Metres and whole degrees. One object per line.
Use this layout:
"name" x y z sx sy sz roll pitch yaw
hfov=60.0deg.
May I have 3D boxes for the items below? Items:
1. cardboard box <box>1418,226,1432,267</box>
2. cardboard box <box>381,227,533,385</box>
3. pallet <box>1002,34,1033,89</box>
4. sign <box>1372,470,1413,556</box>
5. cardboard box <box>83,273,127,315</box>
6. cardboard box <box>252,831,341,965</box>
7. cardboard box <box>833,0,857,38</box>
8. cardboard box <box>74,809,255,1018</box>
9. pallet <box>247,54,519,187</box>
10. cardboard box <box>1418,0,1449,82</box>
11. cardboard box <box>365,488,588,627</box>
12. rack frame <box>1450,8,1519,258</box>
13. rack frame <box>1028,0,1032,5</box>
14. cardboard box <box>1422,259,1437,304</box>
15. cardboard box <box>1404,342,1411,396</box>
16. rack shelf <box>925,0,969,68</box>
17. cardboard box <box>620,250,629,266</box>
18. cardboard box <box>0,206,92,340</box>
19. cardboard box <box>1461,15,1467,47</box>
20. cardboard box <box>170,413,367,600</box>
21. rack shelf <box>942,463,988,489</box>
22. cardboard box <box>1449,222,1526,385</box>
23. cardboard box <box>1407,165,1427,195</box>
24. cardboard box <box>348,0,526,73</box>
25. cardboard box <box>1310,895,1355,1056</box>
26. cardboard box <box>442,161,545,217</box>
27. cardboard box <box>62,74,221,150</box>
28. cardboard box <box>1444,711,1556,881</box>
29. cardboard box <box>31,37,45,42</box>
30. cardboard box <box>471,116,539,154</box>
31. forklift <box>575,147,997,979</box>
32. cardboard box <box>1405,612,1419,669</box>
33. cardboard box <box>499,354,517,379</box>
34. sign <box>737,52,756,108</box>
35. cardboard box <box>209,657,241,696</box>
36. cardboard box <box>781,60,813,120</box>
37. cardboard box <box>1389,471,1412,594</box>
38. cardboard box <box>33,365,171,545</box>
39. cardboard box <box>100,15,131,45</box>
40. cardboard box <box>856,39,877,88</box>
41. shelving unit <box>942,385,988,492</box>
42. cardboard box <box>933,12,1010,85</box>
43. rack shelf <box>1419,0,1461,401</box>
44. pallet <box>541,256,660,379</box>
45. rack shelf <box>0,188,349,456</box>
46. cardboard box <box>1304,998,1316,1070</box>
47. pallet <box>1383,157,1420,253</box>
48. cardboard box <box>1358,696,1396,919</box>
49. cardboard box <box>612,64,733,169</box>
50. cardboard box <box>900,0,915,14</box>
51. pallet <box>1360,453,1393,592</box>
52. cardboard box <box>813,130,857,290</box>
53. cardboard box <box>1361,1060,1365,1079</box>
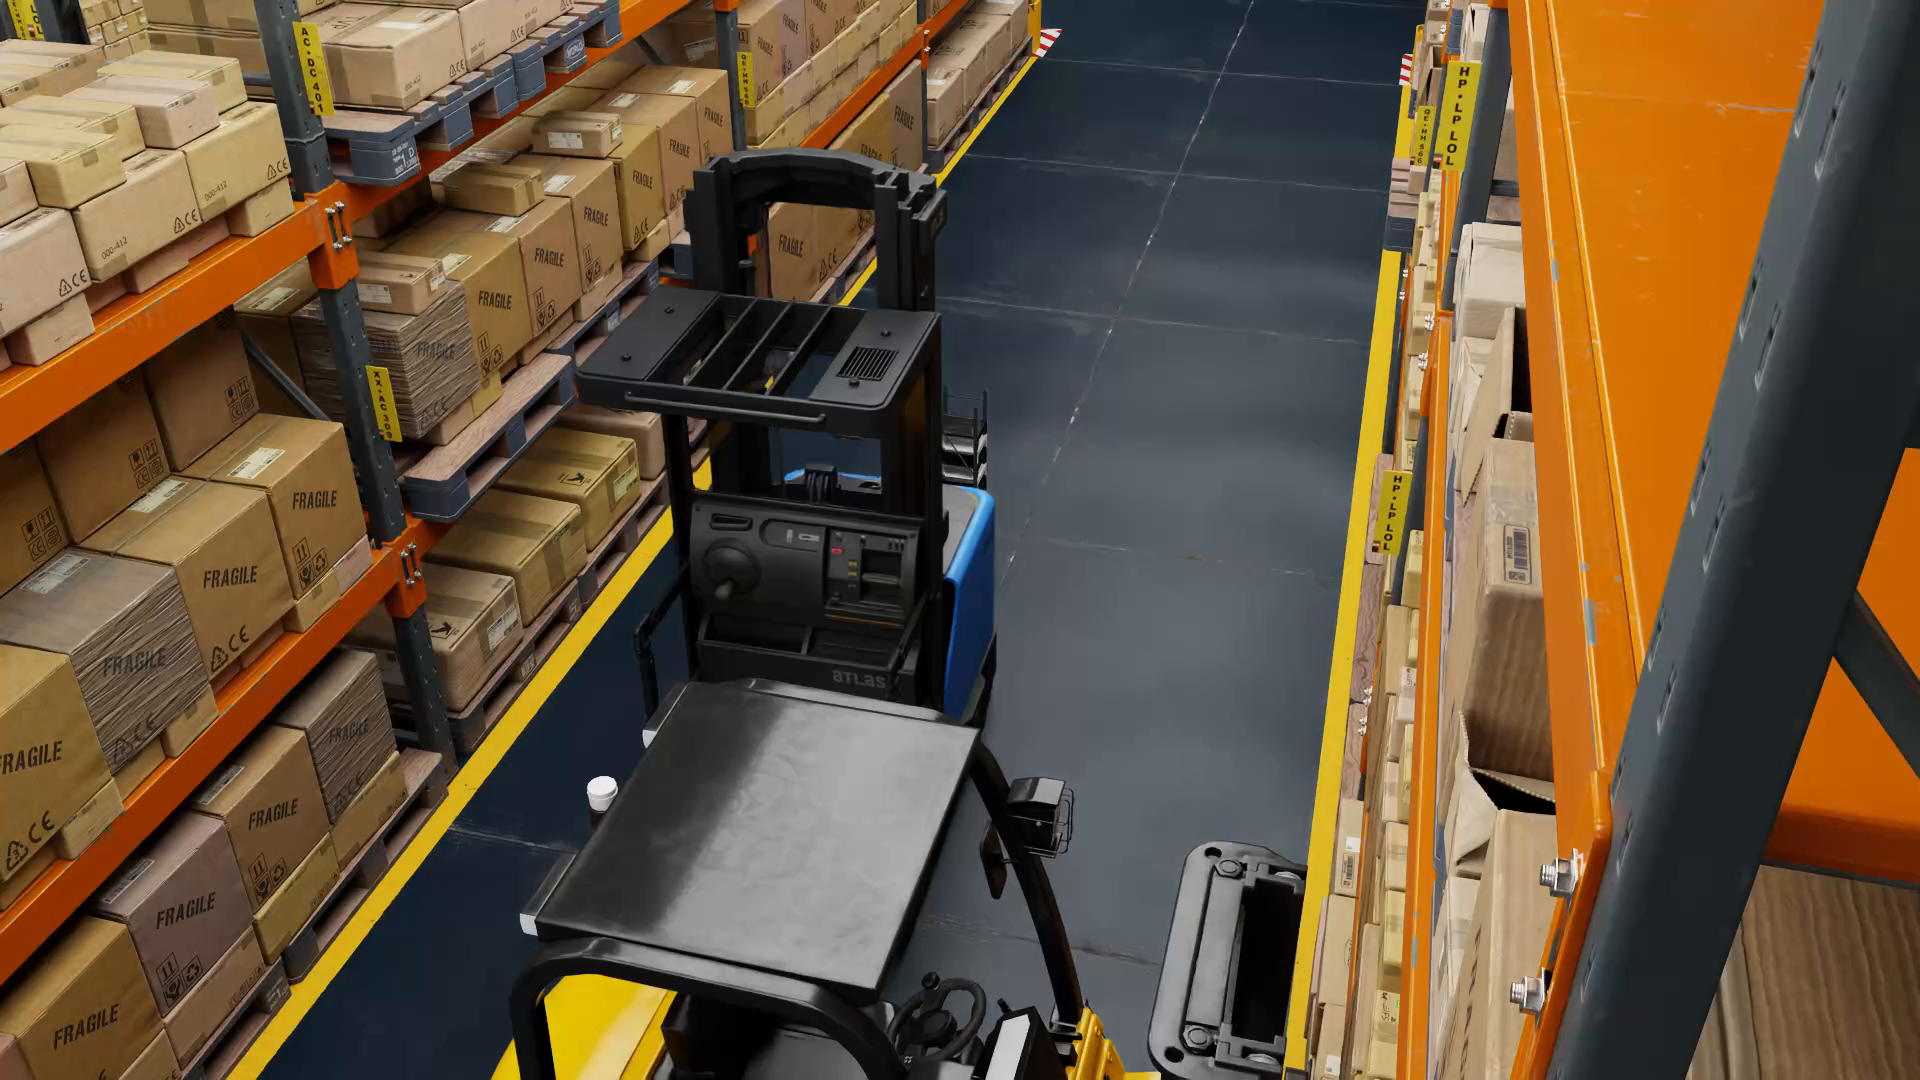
"cardboard box" 2.538 -1.333 8.294 0.500 0.250 0.500 9 34 14
"cardboard box" -2.279 -1.049 7.413 0.500 0.500 0.500 8 33 13
"pallet" 0.116 -4.865 16.776 1.003 0.211 1.213 8 33 12
"sign" 1.473 -0.090 5.660 0.100 0.325 0.005 8 33 12
"cardboard box" -2.888 -0.814 5.243 0.380 0.149 0.250 7 33 11
"cardboard box" -2.817 1.364 6.550 0.500 0.250 0.500 7 33 11
"cardboard box" -1.031 -3.789 11.459 0.500 0.500 0.500 9 33 13
"cardboard box" -2.948 1.299 5.953 0.500 0.500 0.500 10 34 15
"pallet" -2.542 -1.733 6.628 1.213 0.211 1.003 8 33 12
"cardboard box" 3.560 -3.448 11.463 0.700 0.500 0.500 8 33 13
"cardboard box" -2.492 0.046 8.510 0.950 0.372 0.625 10 34 15
"rack frame" 2.000 -2.098 4.232 1.000 3.000 0.127 8 33 12
"rack frame" 0.244 -6.467 16.697 1.000 3.000 0.127 8 33 12
"cardboard box" 2.332 -1.161 7.653 0.380 0.149 0.250 9 33 13
"cardboard box" 2.410 -0.853 8.006 0.500 0.250 0.500 7 33 11
"rack shelf" -0.264 -5.126 15.257 1.077 0.370 4.000 8 33 12
"cardboard box" -1.974 -1.512 8.744 0.380 0.149 0.250 8 33 13
"cardboard box" -2.924 -0.777 4.813 0.500 0.250 0.500 7 33 12
"cardboard box" 2.181 -1.958 6.557 0.380 0.149 0.250 8 33 12
"cardboard box" -2.674 -0.143 6.379 0.500 0.500 0.500 7 33 11
"rack shelf" 0.002 -0.356 9.103 0.258 0.077 0.200 8 33 12
"cardboard box" 1.554 -0.615 4.294 0.500 0.311 0.500 9 33 13
"cardboard box" 2.811 -2.106 9.680 0.380 0.149 0.250 9 33 13
"cardboard box" -2.138 -2.132 6.830 0.500 0.250 0.500 8 33 12
"cardboard box" 1.435 1.467 5.455 0.500 0.250 0.500 8 33 12
"cardboard box" -2.164 -1.632 7.725 0.380 0.149 0.250 10 34 15
"cardboard box" -2.663 -1.397 5.416 0.380 0.149 0.250 7 33 11
"cardboard box" 0.966 0.478 2.617 0.396 0.266 0.258 8 33 13
"cardboard box" -6.294 -3.475 11.279 0.380 0.149 0.250 8 33 12
"cardboard box" -2.378 -1.911 8.768 0.500 0.500 0.500 9 33 13
"forklift" -0.665 0.142 6.364 1.130 2.935 3.031 7 33 11
"cardboard box" 1.601 0.382 5.225 0.380 0.149 0.250 9 33 14
"cardboard box" -2.286 -0.841 7.689 0.380 0.149 0.250 10 34 15
"sign" -1.259 -2.702 9.769 0.100 0.325 0.005 8 33 12
"cardboard box" -2.863 0.457 6.040 0.380 0.149 0.250 8 33 12
"cardboard box" -1.287 -2.961 10.855 0.500 0.250 0.500 9 33 14
"cardboard box" 1.878 -0.004 6.203 0.500 0.250 0.500 7 33 11
"cardboard box" -3.274 -0.369 5.802 0.700 0.500 0.500 8 33 13
"cardboard box" -6.152 -3.637 11.811 0.380 0.149 0.250 7 33 11
"cardboard box" -0.918 -3.538 12.229 0.500 0.250 0.500 7 33 11
"shelving unit" 0.002 -0.384 9.085 0.258 0.900 0.210 8 33 12
"cardboard box" -0.051 -4.731 15.963 0.875 0.438 0.875 9 34 14
"rack shelf" 2.508 -1.566 6.862 1.077 0.370 4.000 8 33 12
"pallet" -2.249 -1.202 8.593 1.003 0.211 1.213 8 33 12
"rack shelf" -3.309 -0.165 4.657 1.077 0.370 4.000 8 33 12
"cardboard box" 1.443 1.888 5.725 0.500 0.250 0.500 7 33 11
"pallet" 3.120 -1.922 9.726 1.213 0.211 1.003 8 33 12
"cardboard box" 1.519 0.859 5.080 0.500 0.500 0.500 9 33 13
"cardboard box" -1.633 -2.387 9.517 0.500 0.500 0.500 7 33 11
"cardboard box" -0.648 -4.277 12.926 0.500 0.250 0.500 8 33 12
"pallet" 2.769 -0.043 9.191 1.003 0.211 1.213 8 33 12
"cardboard box" -1.301 -2.406 11.897 0.875 0.875 0.875 8 33 13
"cardboard box" 1.104 1.306 3.771 0.380 0.149 0.250 8 33 13
